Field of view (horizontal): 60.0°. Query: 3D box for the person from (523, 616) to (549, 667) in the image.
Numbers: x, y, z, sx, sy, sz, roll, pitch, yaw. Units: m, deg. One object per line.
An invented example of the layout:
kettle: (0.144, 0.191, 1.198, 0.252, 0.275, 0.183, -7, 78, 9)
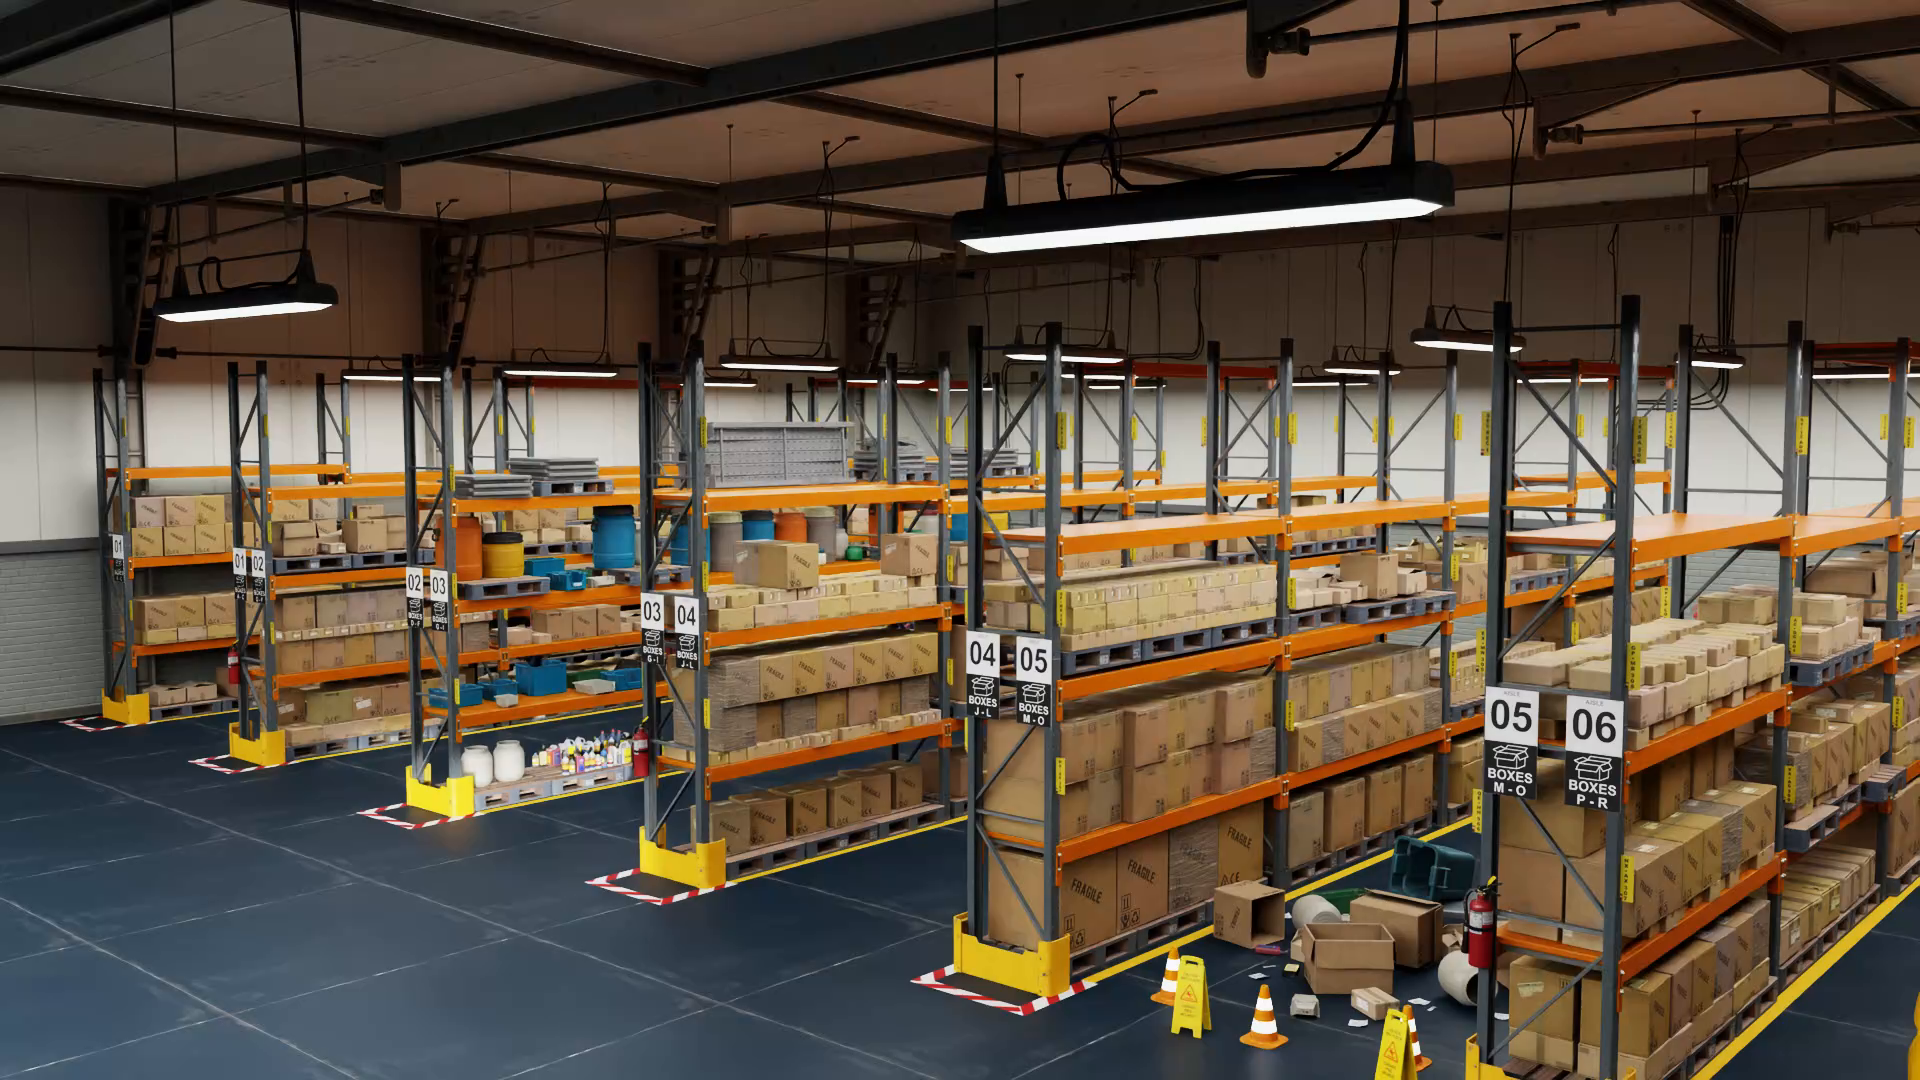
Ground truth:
person: (-7.914, 2.236, 30.818, 0.398, 1.294, 0.990, 3, 5, 38)

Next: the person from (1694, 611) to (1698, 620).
person: (13.424, 2.115, 30.074, 0.539, 1.682, 1.082, -1, 4, -11)
